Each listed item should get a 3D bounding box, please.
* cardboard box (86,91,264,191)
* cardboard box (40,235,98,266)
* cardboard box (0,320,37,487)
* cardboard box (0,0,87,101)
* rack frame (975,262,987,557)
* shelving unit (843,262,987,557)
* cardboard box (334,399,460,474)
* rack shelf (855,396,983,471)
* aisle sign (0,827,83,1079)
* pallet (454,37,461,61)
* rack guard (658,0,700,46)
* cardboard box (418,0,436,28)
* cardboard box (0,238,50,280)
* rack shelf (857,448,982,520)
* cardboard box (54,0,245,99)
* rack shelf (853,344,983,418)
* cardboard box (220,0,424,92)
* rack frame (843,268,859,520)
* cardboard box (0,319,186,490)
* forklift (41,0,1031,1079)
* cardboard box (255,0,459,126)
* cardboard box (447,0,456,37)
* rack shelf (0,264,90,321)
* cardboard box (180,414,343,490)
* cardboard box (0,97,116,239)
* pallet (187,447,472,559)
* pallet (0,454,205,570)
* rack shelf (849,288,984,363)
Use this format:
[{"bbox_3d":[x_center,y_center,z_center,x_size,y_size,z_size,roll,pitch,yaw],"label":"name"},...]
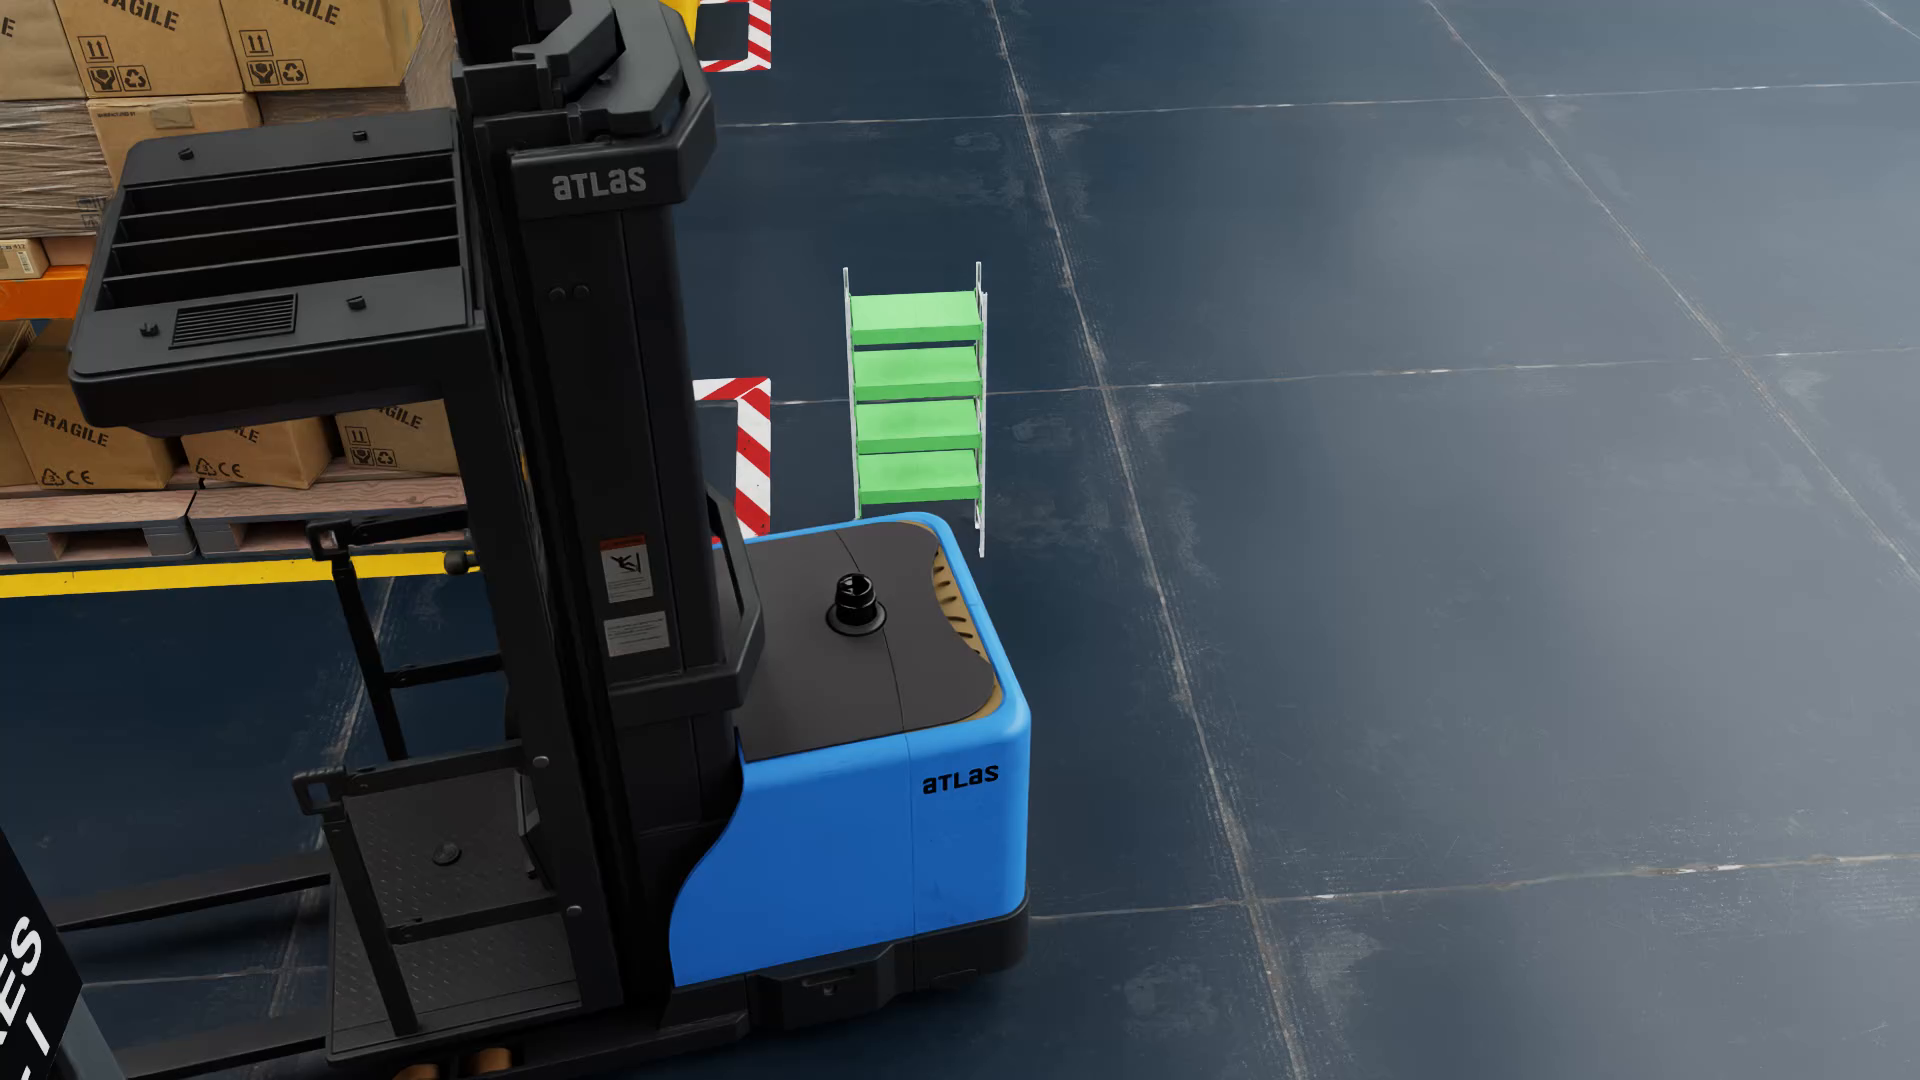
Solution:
[{"bbox_3d":[-2.635,-1.508,5.919,0.500,0.500,0.875,-3,38,-4],"label":"cardboard box"},{"bbox_3d":[-3.107,-1.146,5.984,0.250,0.149,0.380,-3,38,-4],"label":"cardboard box"},{"bbox_3d":[-3.999,-0.547,6.700,0.500,0.500,0.500,-6,39,-8],"label":"cardboard box"},{"bbox_3d":[-3.119,-1.776,5.451,0.500,0.500,0.500,-3,38,-4],"label":"cardboard box"},{"bbox_3d":[0.078,-0.475,6.384,0.015,1.200,0.240,-3,38,-4],"label":"rack frame"},{"bbox_3d":[-0.165,-0.462,6.367,0.503,1.200,0.258,-3,38,-4],"label":"shelving unit"},{"bbox_3d":[-2.221,-0.626,6.801,0.500,0.500,0.500,4,38,4],"label":"cardboard box"},{"bbox_3d":[-0.165,-0.412,6.406,0.480,0.148,0.258,-3,38,-4],"label":"rack shelf"},{"bbox_3d":[-1.113,0.384,1.743,0.004,0.787,0.394,-3,38,-4],"label":"aisle sign"},{"bbox_3d":[-2.726,-3.346,10.820,1.213,0.211,1.003,-3,38,-4],"label":"pallet"},{"bbox_3d":[-1.912,-3.553,10.849,0.348,0.500,1.175,-3,38,-4],"label":"rack guard"},{"bbox_3d":[-2.170,-2.153,5.929,0.500,0.500,0.500,-3,38,-4],"label":"cardboard box"},{"bbox_3d":[-3.348,-1.078,5.897,0.250,0.149,0.380,-3,38,-4],"label":"cardboard box"},{"bbox_3d":[-0.165,-0.223,6.555,0.480,0.148,0.258,-3,38,-4],"label":"rack shelf"},{"bbox_3d":[-2.621,-1.802,5.484,0.500,0.500,0.500,-3,38,-4],"label":"cardboard box"},{"bbox_3d":[-0.165,-0.600,6.258,0.480,0.148,0.258,-3,38,-4],"label":"rack shelf"},{"bbox_3d":[-2.124,-1.833,5.523,0.500,0.500,0.500,-3,38,-4],"label":"cardboard box"},{"bbox_3d":[-0.408,-0.449,6.350,0.015,1.200,0.240,-3,38,-4],"label":"rack frame"},{"bbox_3d":[-3.439,-0.550,6.704,0.500,0.500,0.500,0,38,0],"label":"cardboard box"},{"bbox_3d":[-1.370,0.116,4.237,3.031,2.935,1.130,-10,39,-12],"label":"forklift"},{"bbox_3d":[-2.148,-1.609,6.047,0.500,0.500,0.875,-3,38,-4],"label":"cardboard box"},{"bbox_3d":[-3.482,-3.736,10.439,0.875,0.875,0.875,-4,38,-5],"label":"cardboard box"},{"bbox_3d":[-3.590,-1.075,6.271,4.000,0.370,1.077,-3,38,-4],"label":"rack shelf"},{"bbox_3d":[-2.814,-0.572,6.733,0.500,0.500,0.500,6,39,8],"label":"cardboard box"},{"bbox_3d":[-3.137,-1.507,5.918,0.500,0.500,0.875,-3,38,-4],"label":"cardboard box"},{"bbox_3d":[-2.486,-0.345,7.017,1.213,0.211,1.003,-3,38,-4],"label":"pallet"},{"bbox_3d":[-3.698,-0.280,6.935,1.213,0.211,1.003,-3,38,-4],"label":"pallet"},{"bbox_3d":[-0.165,-0.789,6.109,0.480,0.148,0.258,-3,38,-4],"label":"rack shelf"}]
